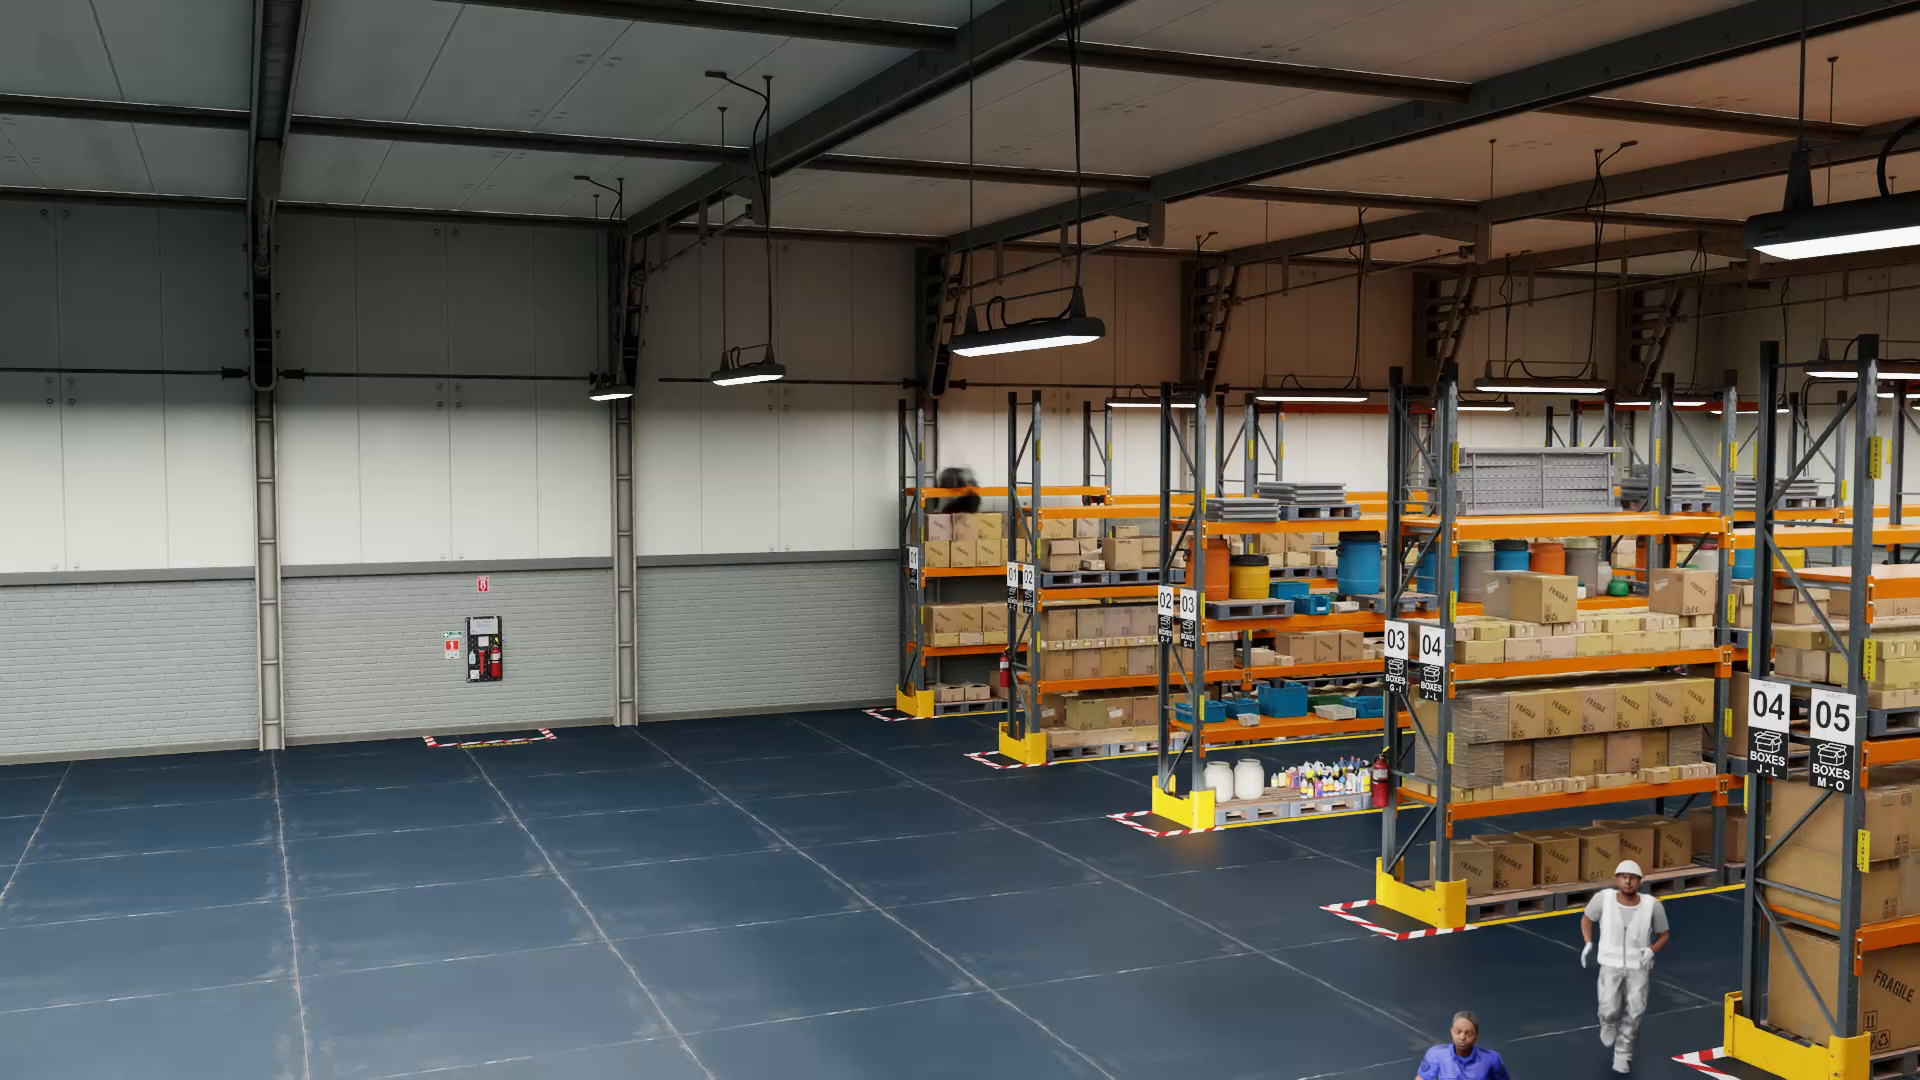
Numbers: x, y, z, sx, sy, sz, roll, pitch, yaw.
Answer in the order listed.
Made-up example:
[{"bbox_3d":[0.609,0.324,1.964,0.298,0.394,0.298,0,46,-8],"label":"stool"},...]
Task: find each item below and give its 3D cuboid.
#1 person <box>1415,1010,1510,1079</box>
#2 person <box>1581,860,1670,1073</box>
[{"bbox_3d":[3.177,3.793,10.506,0.600,1.551,0.764,1,4,21],"label":"person"},{"bbox_3d":[5.468,3.499,13.679,0.686,1.738,0.599,1,4,22],"label":"person"}]
